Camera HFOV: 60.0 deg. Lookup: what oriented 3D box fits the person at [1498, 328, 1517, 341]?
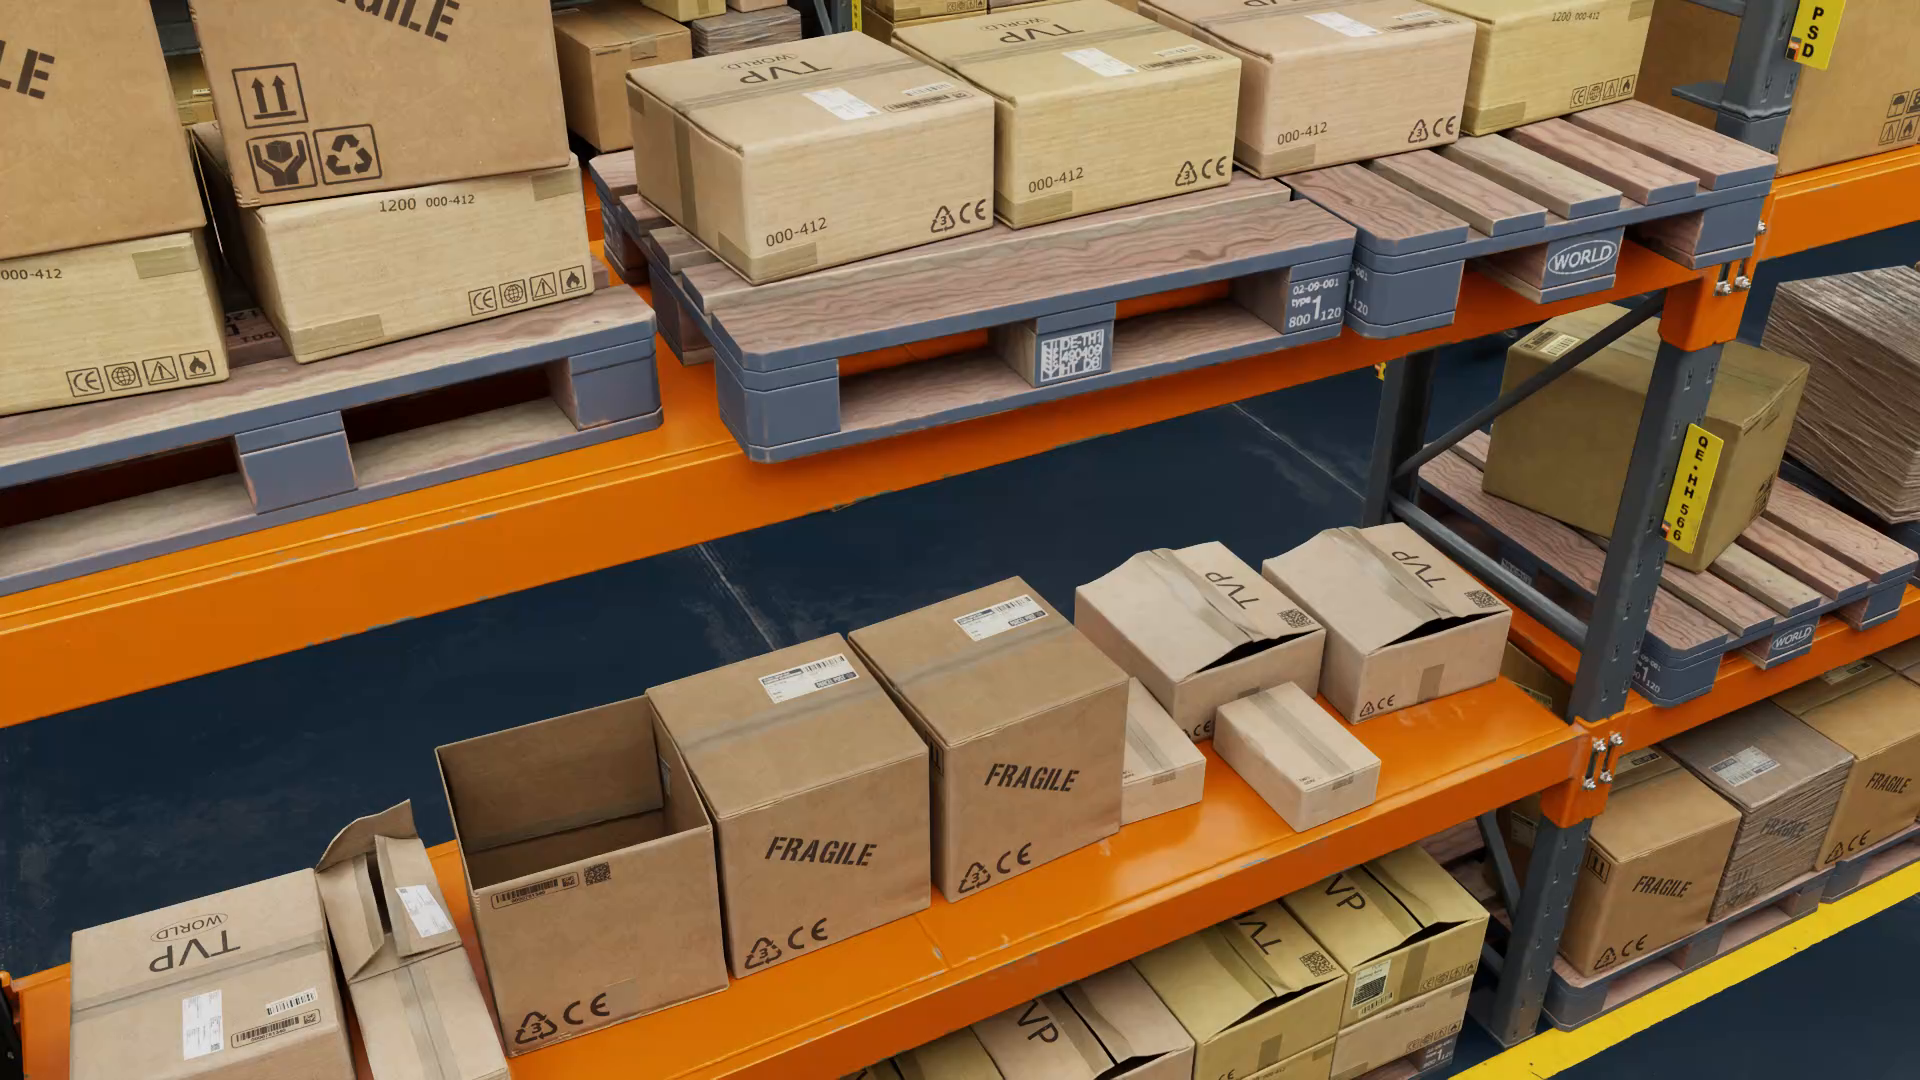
[{"bbox_3d":[3.251,-1.906,9.099,0.929,1.686,0.541,-19,38,-27],"label":"person"}]
